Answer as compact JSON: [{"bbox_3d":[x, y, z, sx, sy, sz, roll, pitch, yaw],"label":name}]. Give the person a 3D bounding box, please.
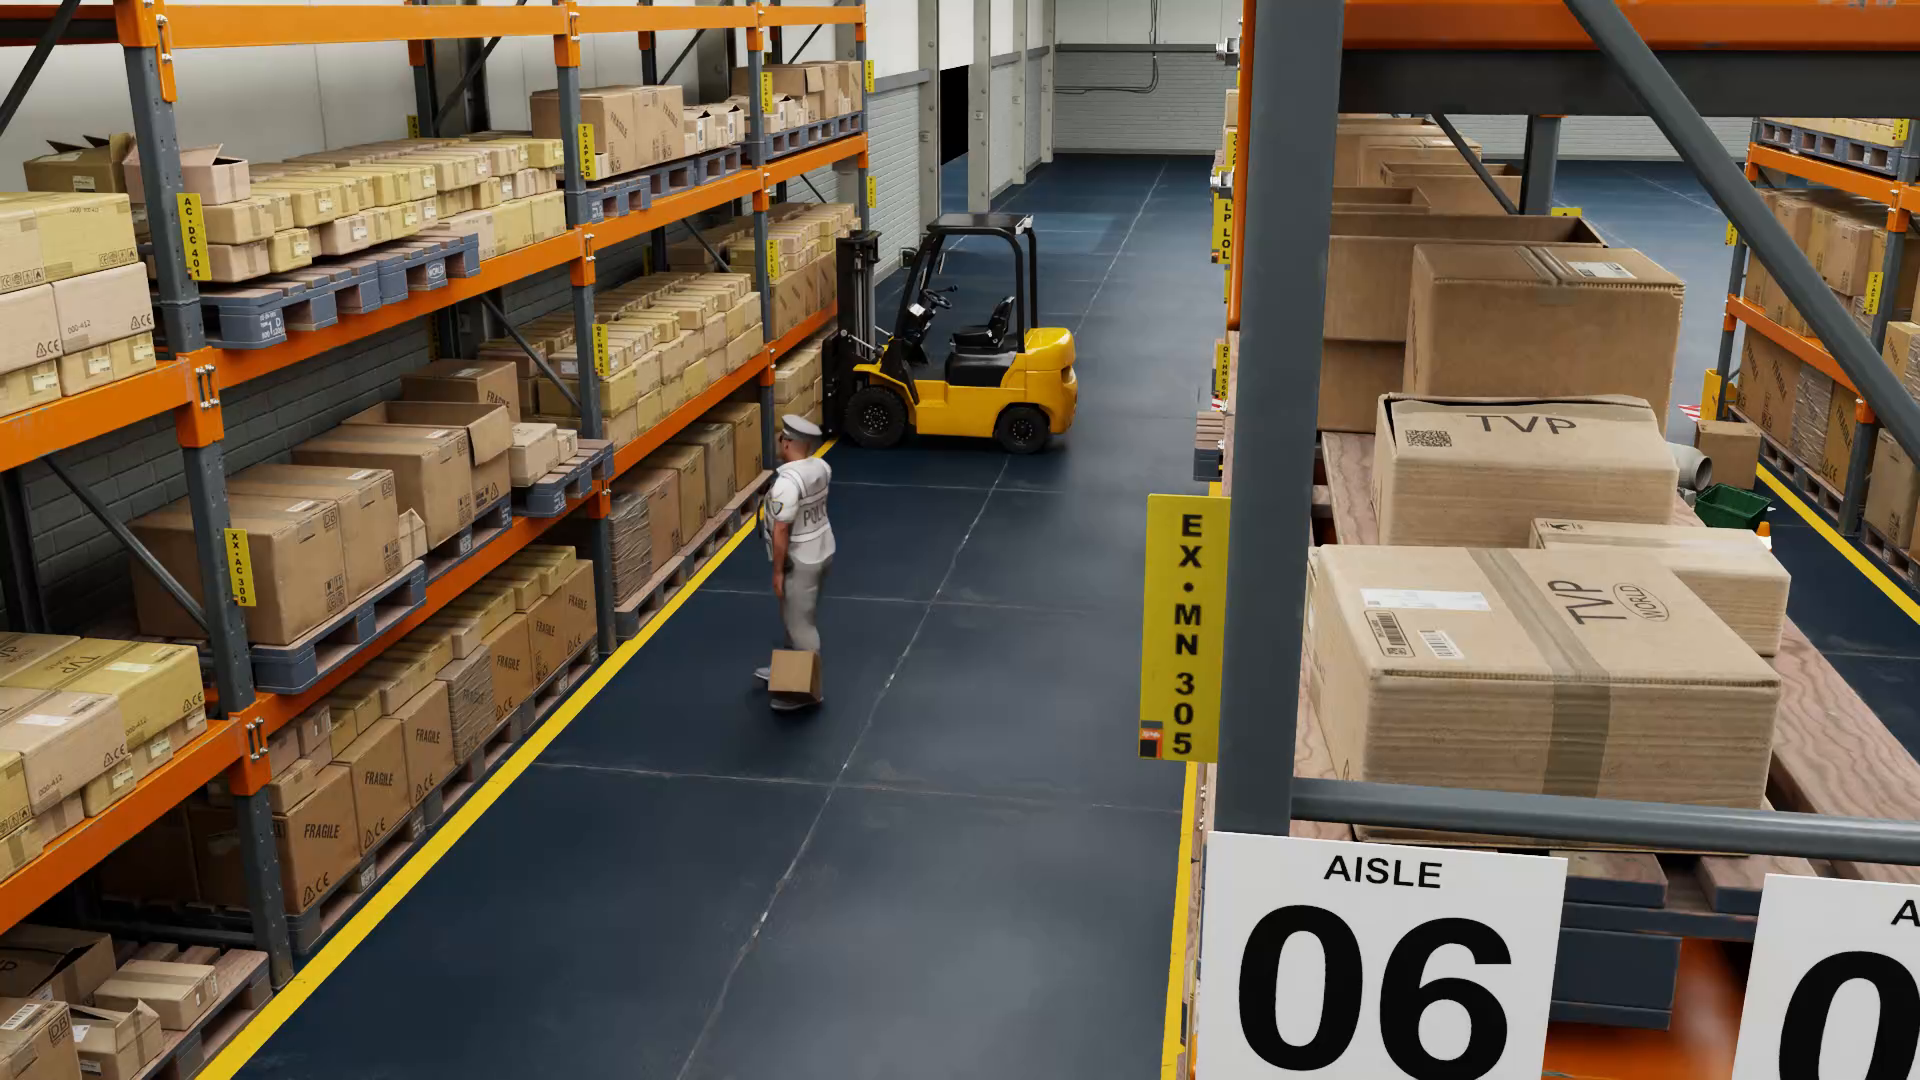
[{"bbox_3d":[-1.051,0.113,10.096,0.558,1.770,0.580,6,19,17],"label":"person"}]
